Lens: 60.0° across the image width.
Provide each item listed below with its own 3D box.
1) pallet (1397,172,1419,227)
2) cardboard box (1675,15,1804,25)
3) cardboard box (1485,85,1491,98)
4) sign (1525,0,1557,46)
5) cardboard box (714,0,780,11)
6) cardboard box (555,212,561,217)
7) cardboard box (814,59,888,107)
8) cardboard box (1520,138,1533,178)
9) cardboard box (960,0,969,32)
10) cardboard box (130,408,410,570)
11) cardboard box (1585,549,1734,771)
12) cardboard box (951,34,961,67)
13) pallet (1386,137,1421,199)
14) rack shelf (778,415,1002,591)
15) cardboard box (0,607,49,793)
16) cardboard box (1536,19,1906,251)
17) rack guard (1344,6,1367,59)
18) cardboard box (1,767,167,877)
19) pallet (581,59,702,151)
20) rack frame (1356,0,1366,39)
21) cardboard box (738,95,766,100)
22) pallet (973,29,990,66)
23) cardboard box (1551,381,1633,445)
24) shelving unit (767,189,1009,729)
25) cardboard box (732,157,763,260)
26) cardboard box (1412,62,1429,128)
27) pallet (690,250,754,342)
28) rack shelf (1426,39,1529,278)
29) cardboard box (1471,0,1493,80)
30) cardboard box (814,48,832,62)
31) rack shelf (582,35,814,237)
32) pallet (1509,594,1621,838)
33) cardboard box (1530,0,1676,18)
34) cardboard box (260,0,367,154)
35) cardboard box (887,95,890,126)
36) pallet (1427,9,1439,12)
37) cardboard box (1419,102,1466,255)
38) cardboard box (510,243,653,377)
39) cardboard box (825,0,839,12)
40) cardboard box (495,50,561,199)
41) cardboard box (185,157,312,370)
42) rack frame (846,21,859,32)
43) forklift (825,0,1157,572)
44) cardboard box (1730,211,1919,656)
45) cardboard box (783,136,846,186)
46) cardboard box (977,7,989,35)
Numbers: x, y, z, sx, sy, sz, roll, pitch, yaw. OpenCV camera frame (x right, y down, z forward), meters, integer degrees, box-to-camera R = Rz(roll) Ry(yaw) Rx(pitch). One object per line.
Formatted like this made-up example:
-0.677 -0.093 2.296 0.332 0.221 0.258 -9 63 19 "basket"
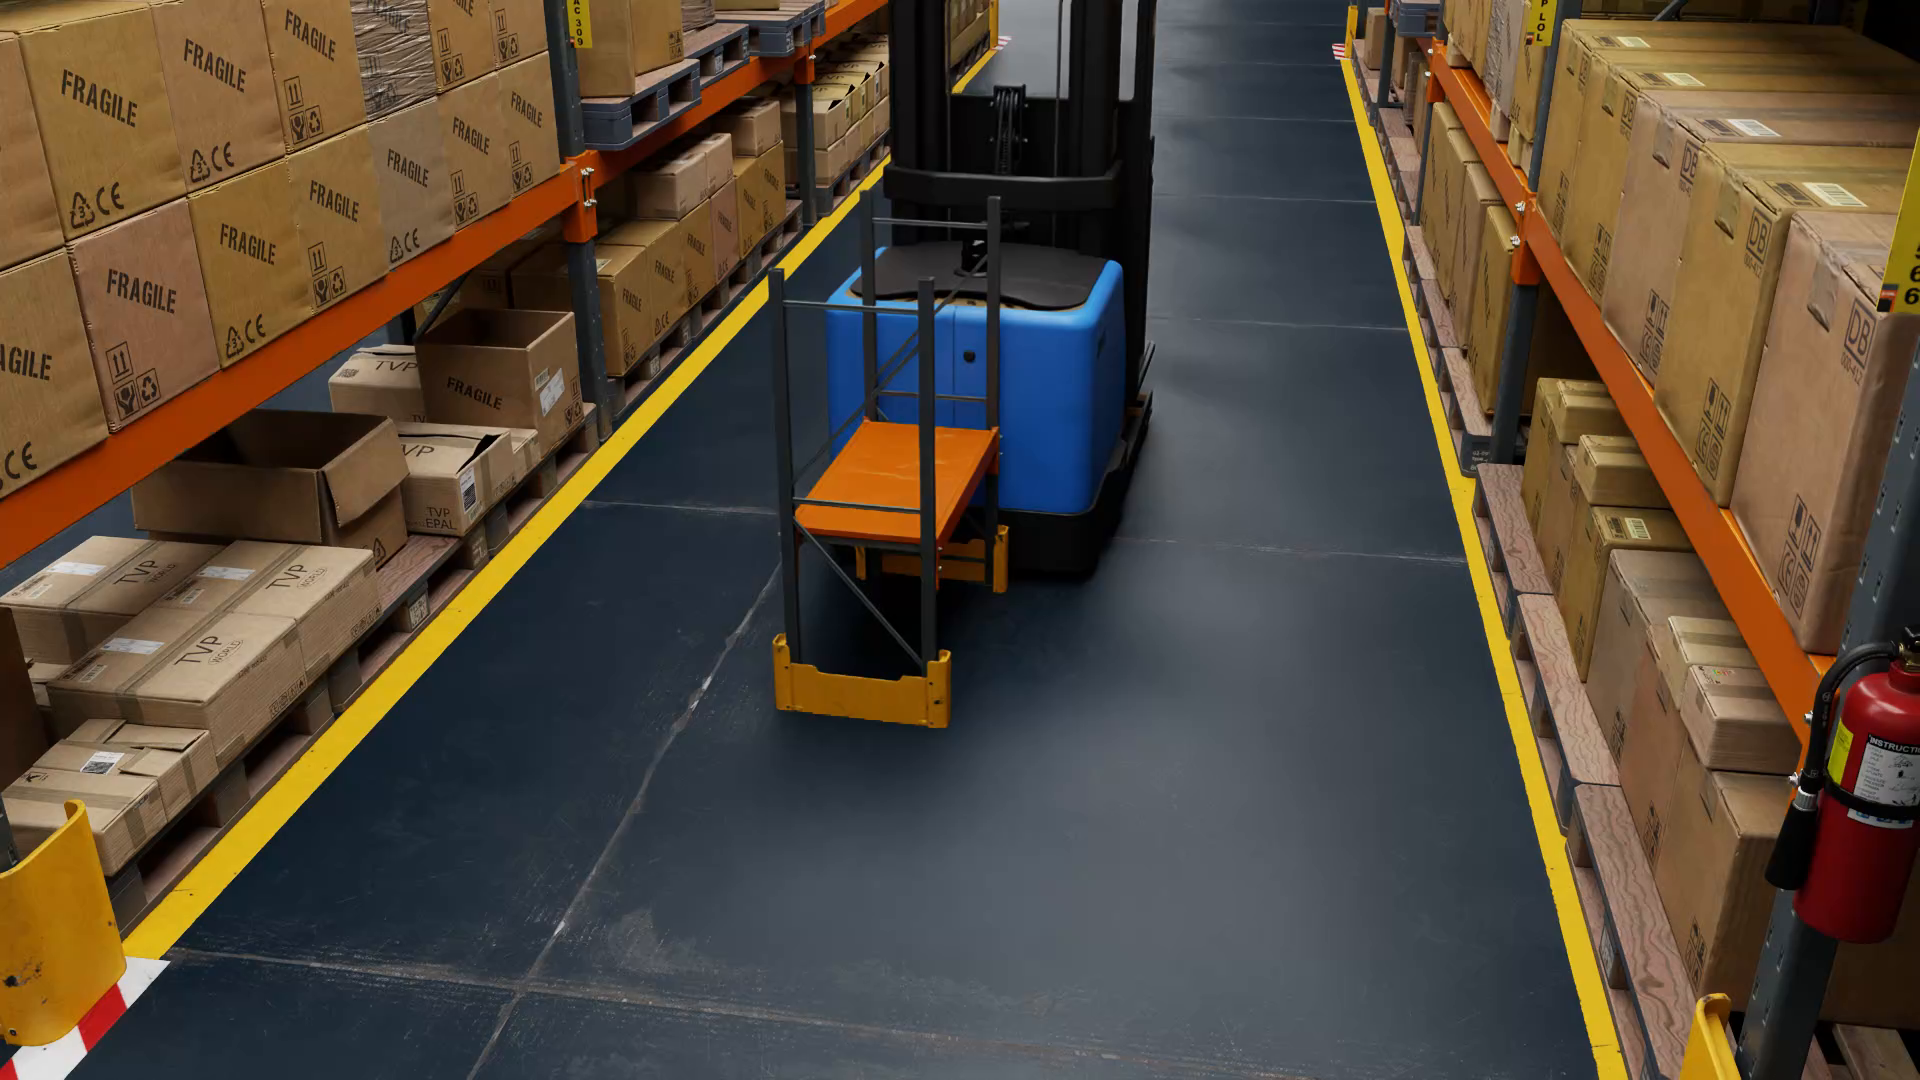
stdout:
3.538 -2.257 11.323 1.003 0.211 1.213 4 25 9 "pallet"
3.079 -1.884 6.745 0.500 0.500 0.500 3 25 7 "cardboard box"
2.887 -2.325 8.451 0.380 0.149 0.250 4 25 9 "cardboard box"
2.218 -2.042 6.303 0.100 0.325 0.005 4 25 9 "sign"
-1.470 -3.499 10.074 0.700 0.500 0.500 -4 25 -9 "cardboard box"
-2.163 -1.571 8.998 0.500 0.500 0.500 4 25 9 "cardboard box"
-0.857 -3.581 12.949 0.500 0.311 0.500 4 25 8 "cardboard box"
2.531 -1.577 6.853 0.380 0.149 0.250 4 25 9 "cardboard box"
-0.197 -5.292 16.381 0.500 0.500 0.500 4 25 9 "cardboard box"
-2.434 -0.145 5.946 0.797 0.503 0.637 4 25 9 "cardboard box"
2.280 0.375 4.864 0.700 0.500 0.500 3 25 7 "cardboard box"
-0.277 -4.743 16.093 0.500 0.250 0.500 4 25 9 "cardboard box"
3.740 -2.766 12.410 1.003 0.211 1.213 4 25 9 "pallet"
-0.214 -0.150 5.726 0.538 0.185 1.000 5 26 11 "rack shelf"
-2.940 0.499 4.575 0.500 0.500 0.500 4 25 9 "cardboard box"
2.650 -1.431 5.914 0.980 0.700 0.700 4 25 9 "cardboard box"
4.704 -5.375 17.644 1.175 0.500 0.348 4 25 9 "rack guard"
-2.379 0.751 4.450 0.380 0.149 0.250 4 25 9 "cardboard box"
-1.894 -2.102 7.928 1.003 0.211 1.213 4 25 9 "pallet"
4.716 -6.539 17.182 1.000 3.000 0.127 4 25 9 "rack frame"
-1.636 -2.970 11.643 0.500 0.311 0.500 5 25 10 "cardboard box"
-0.255 -5.295 17.814 1.003 0.211 1.213 4 25 9 "pallet"
2.296 -0.436 5.831 0.380 0.149 0.250 5 26 10 "cardboard box"
-0.215 -0.309 5.642 0.587 1.500 1.083 5 26 11 "shelving unit"
-1.485 -1.978 9.868 0.500 0.500 0.500 3 25 7 "cardboard box"
3.924 -3.405 12.915 0.700 0.500 0.500 4 25 7 "cardboard box"
-1.840 -1.454 9.607 1.003 0.211 1.213 4 25 9 "pallet"
3.082 -2.031 8.399 1.077 0.370 4.000 4 25 9 "rack shelf"
2.823 -2.553 8.173 0.500 0.500 0.500 5 25 10 "cardboard box"
-1.309 -3.826 13.471 0.500 0.311 0.500 3 25 7 "cardboard box"
-1.806 -2.373 9.129 1.077 0.370 4.000 4 25 9 "rack shelf"
2.357 0.567 5.290 1.003 0.211 1.213 4 25 9 "pallet"
2.579 -2.262 6.668 0.500 0.250 0.500 5 25 10 "cardboard box"
-2.207 -1.495 5.109 0.500 0.500 0.500 4 25 8 "cardboard box"
-0.774 -3.534 13.510 0.500 0.250 0.500 5 25 10 "cardboard box"
3.692 -3.937 11.849 1.003 0.211 1.213 4 25 9 "pallet"
3.159 -2.111 9.763 0.750 0.750 0.750 4 25 8 "cardboard box"
-1.813 -1.115 8.023 0.500 0.500 0.500 3 25 6 "cardboard box"
-1.142 -3.855 11.553 0.500 0.311 0.500 4 25 8 "cardboard box"
-1.961 -1.681 6.684 0.500 0.500 0.500 4 25 9 "cardboard box"
-2.290 -0.828 4.862 0.500 0.500 0.500 4 25 8 "cardboard box"
-0.825 -5.208 14.338 1.000 3.000 0.127 4 25 9 "rack frame"
0.300 -1.805 7.149 1.130 2.935 3.031 5 26 11 "forklift"
2.175 -0.197 3.279 0.980 0.700 0.700 5 26 11 "cardboard box"
-1.103 -2.679 11.682 0.500 0.250 0.500 4 25 8 "cardboard box"
0.033 -5.581 17.883 0.500 0.250 0.500 4 25 9 "cardboard box"
